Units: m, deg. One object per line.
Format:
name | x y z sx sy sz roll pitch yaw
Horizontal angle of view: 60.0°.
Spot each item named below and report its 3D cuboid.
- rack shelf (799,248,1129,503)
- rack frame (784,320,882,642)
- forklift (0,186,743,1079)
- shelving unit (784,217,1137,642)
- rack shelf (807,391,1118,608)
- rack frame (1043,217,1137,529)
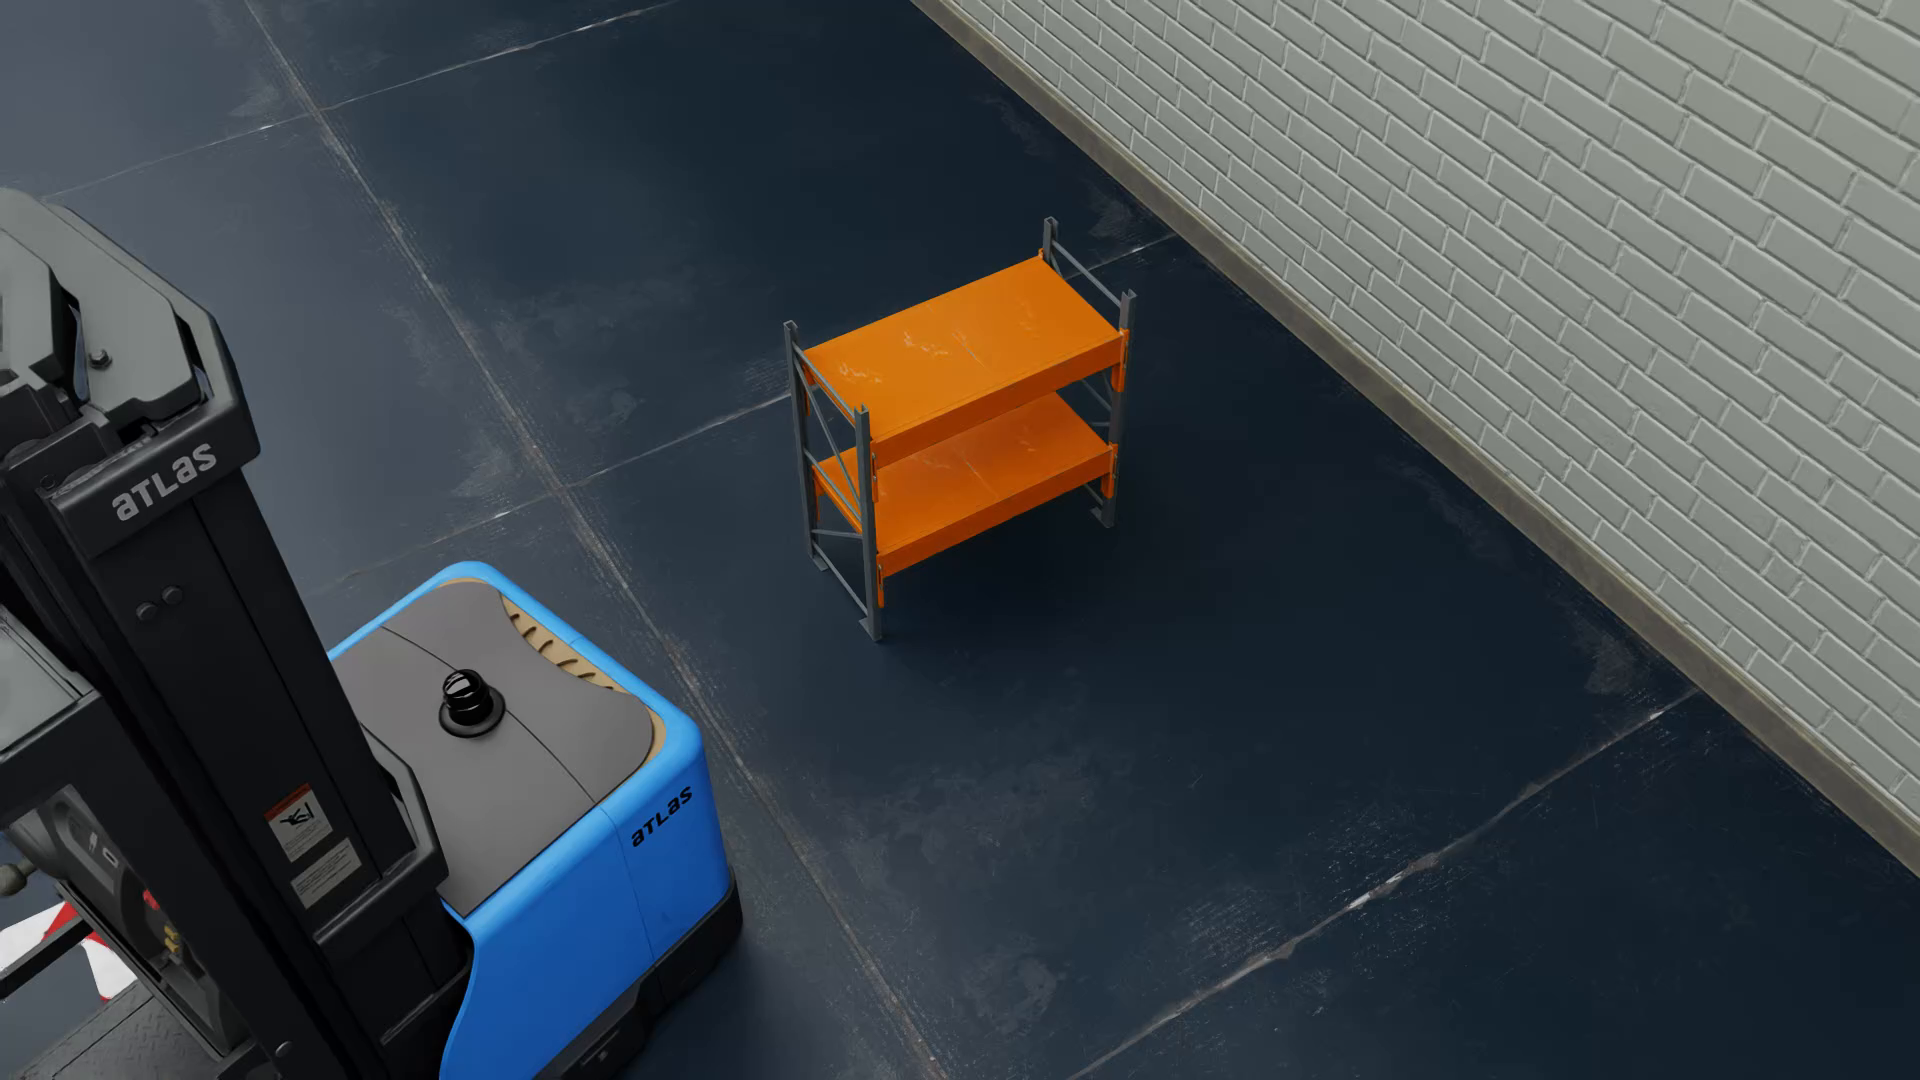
rack shelf | 0.006 -0.571 5.614 1.000 0.278 0.538 -25 53 -21
rack frame | -0.424 -0.174 5.652 0.032 1.125 0.500 -25 53 -21
forklift | -2.003 0.846 3.534 1.130 2.935 3.031 32 56 25
shelving unit | 0.006 -0.377 5.832 1.048 1.125 0.538 -25 53 -21
rack shelf | 0.006 -0.214 6.015 1.000 0.278 0.538 -25 53 -21
rack frame | 0.436 -0.579 6.013 0.032 1.125 0.500 -25 53 -21
